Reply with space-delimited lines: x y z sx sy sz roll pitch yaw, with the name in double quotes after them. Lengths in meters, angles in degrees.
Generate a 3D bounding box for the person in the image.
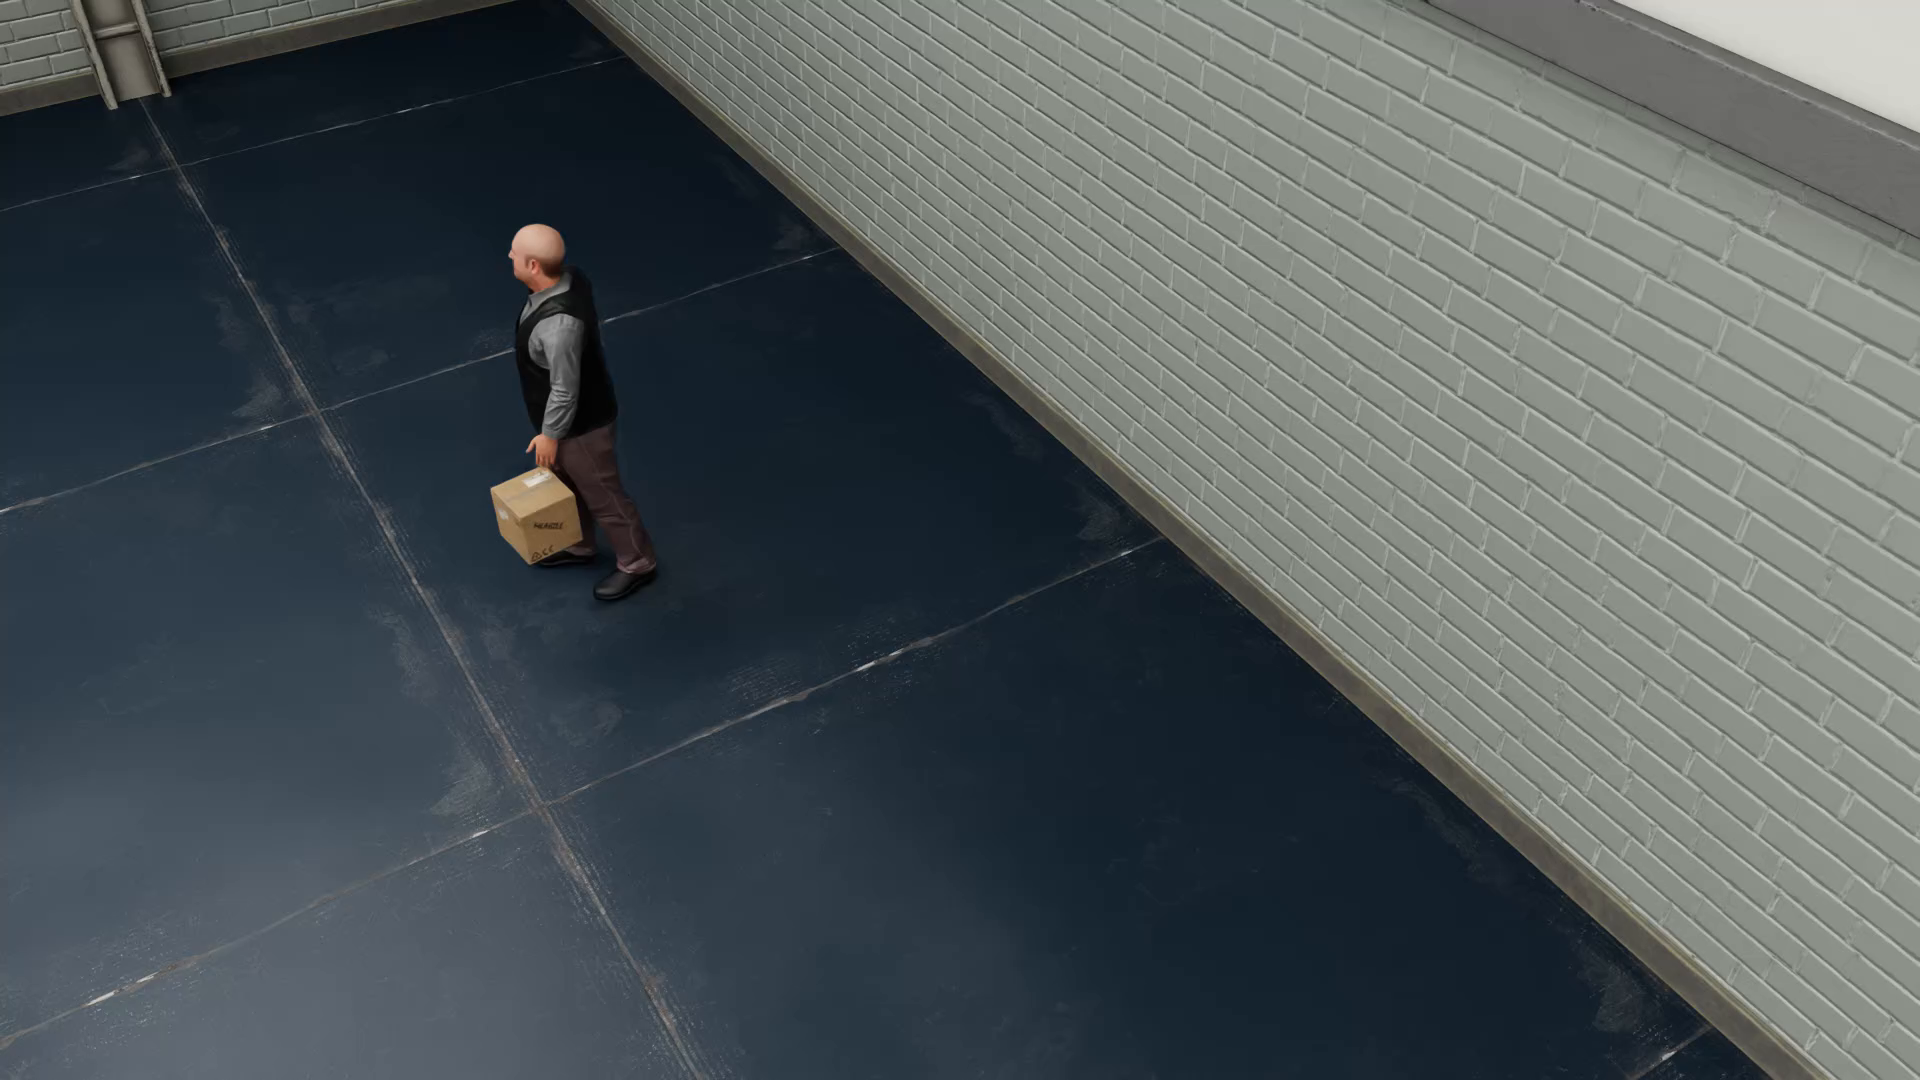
-1.606 -0.496 6.754 0.564 1.725 0.549 -9 41 -11 "person"
